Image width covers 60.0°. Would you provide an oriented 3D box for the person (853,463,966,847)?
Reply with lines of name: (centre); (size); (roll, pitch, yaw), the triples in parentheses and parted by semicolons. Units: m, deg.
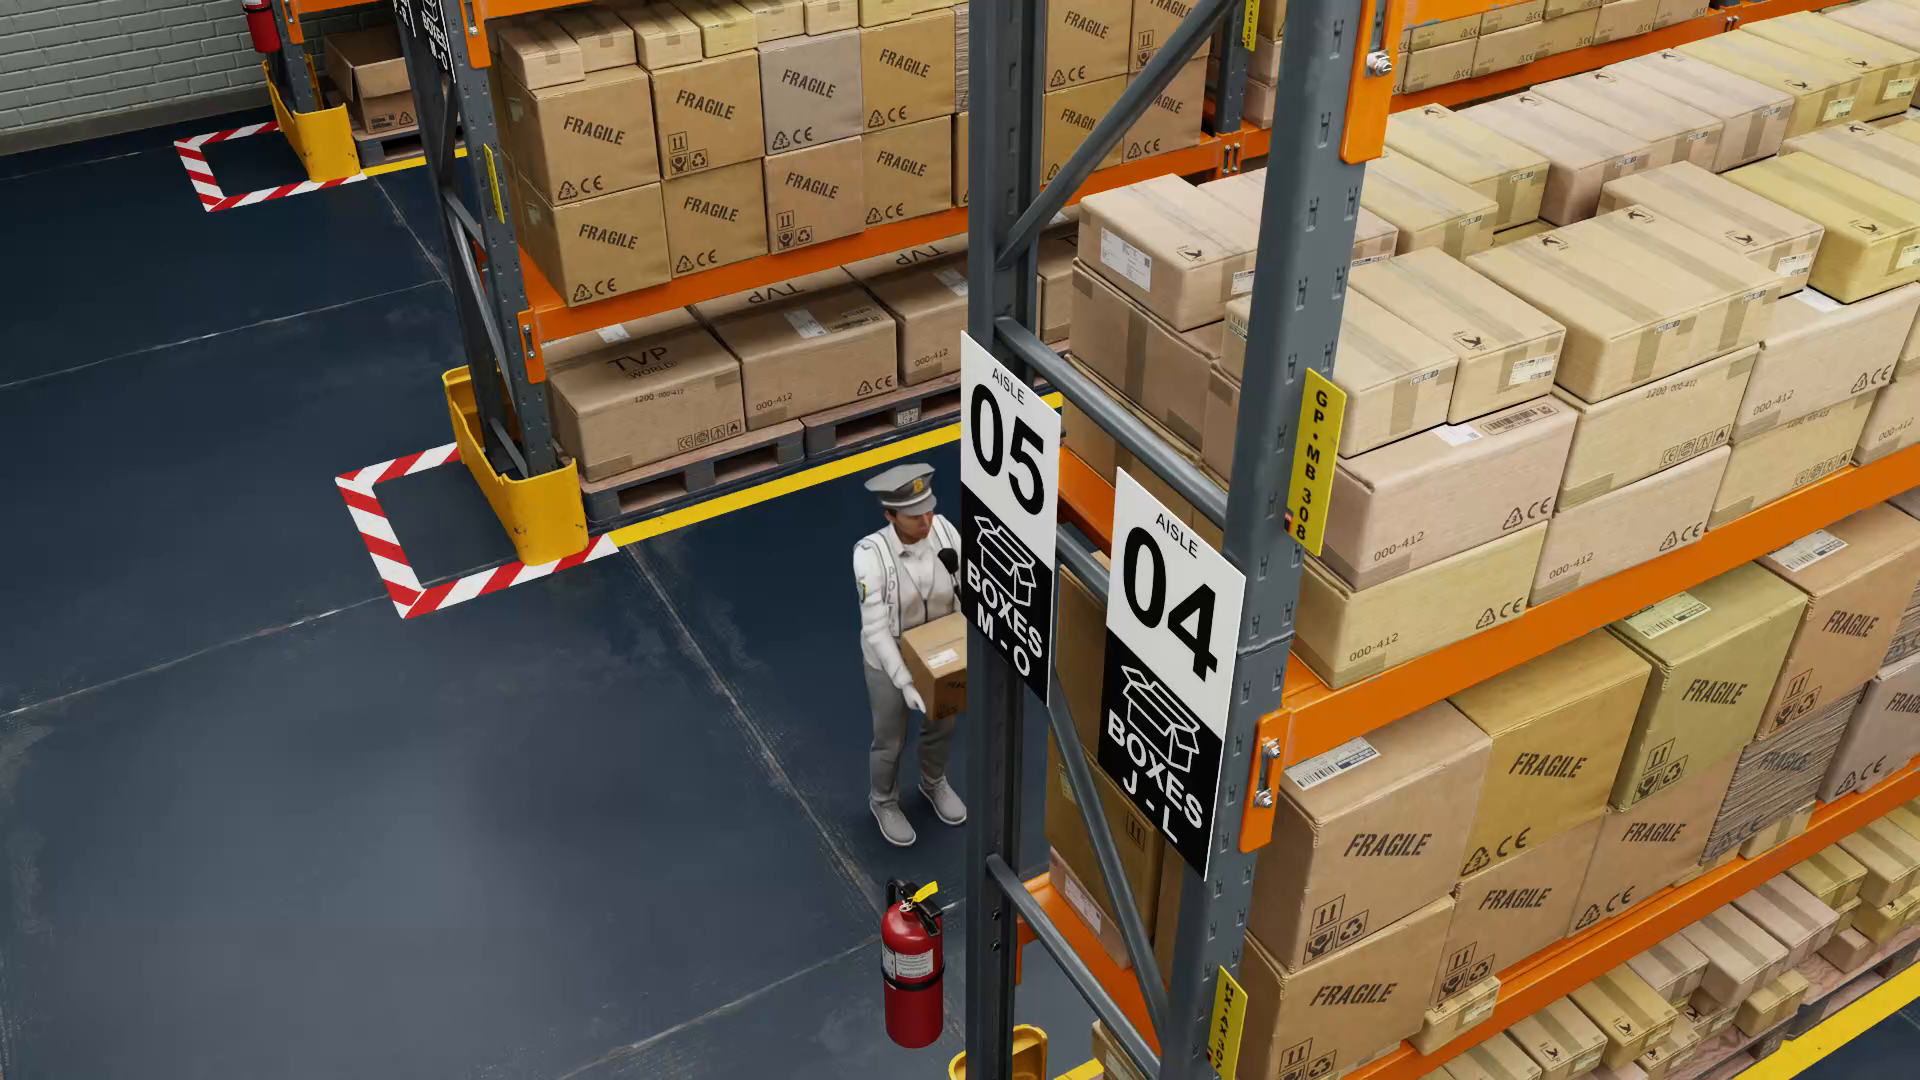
person: (-0.141, 0.481, 6.271); (0.446, 1.691, 0.530); (-19, 41, -24)
